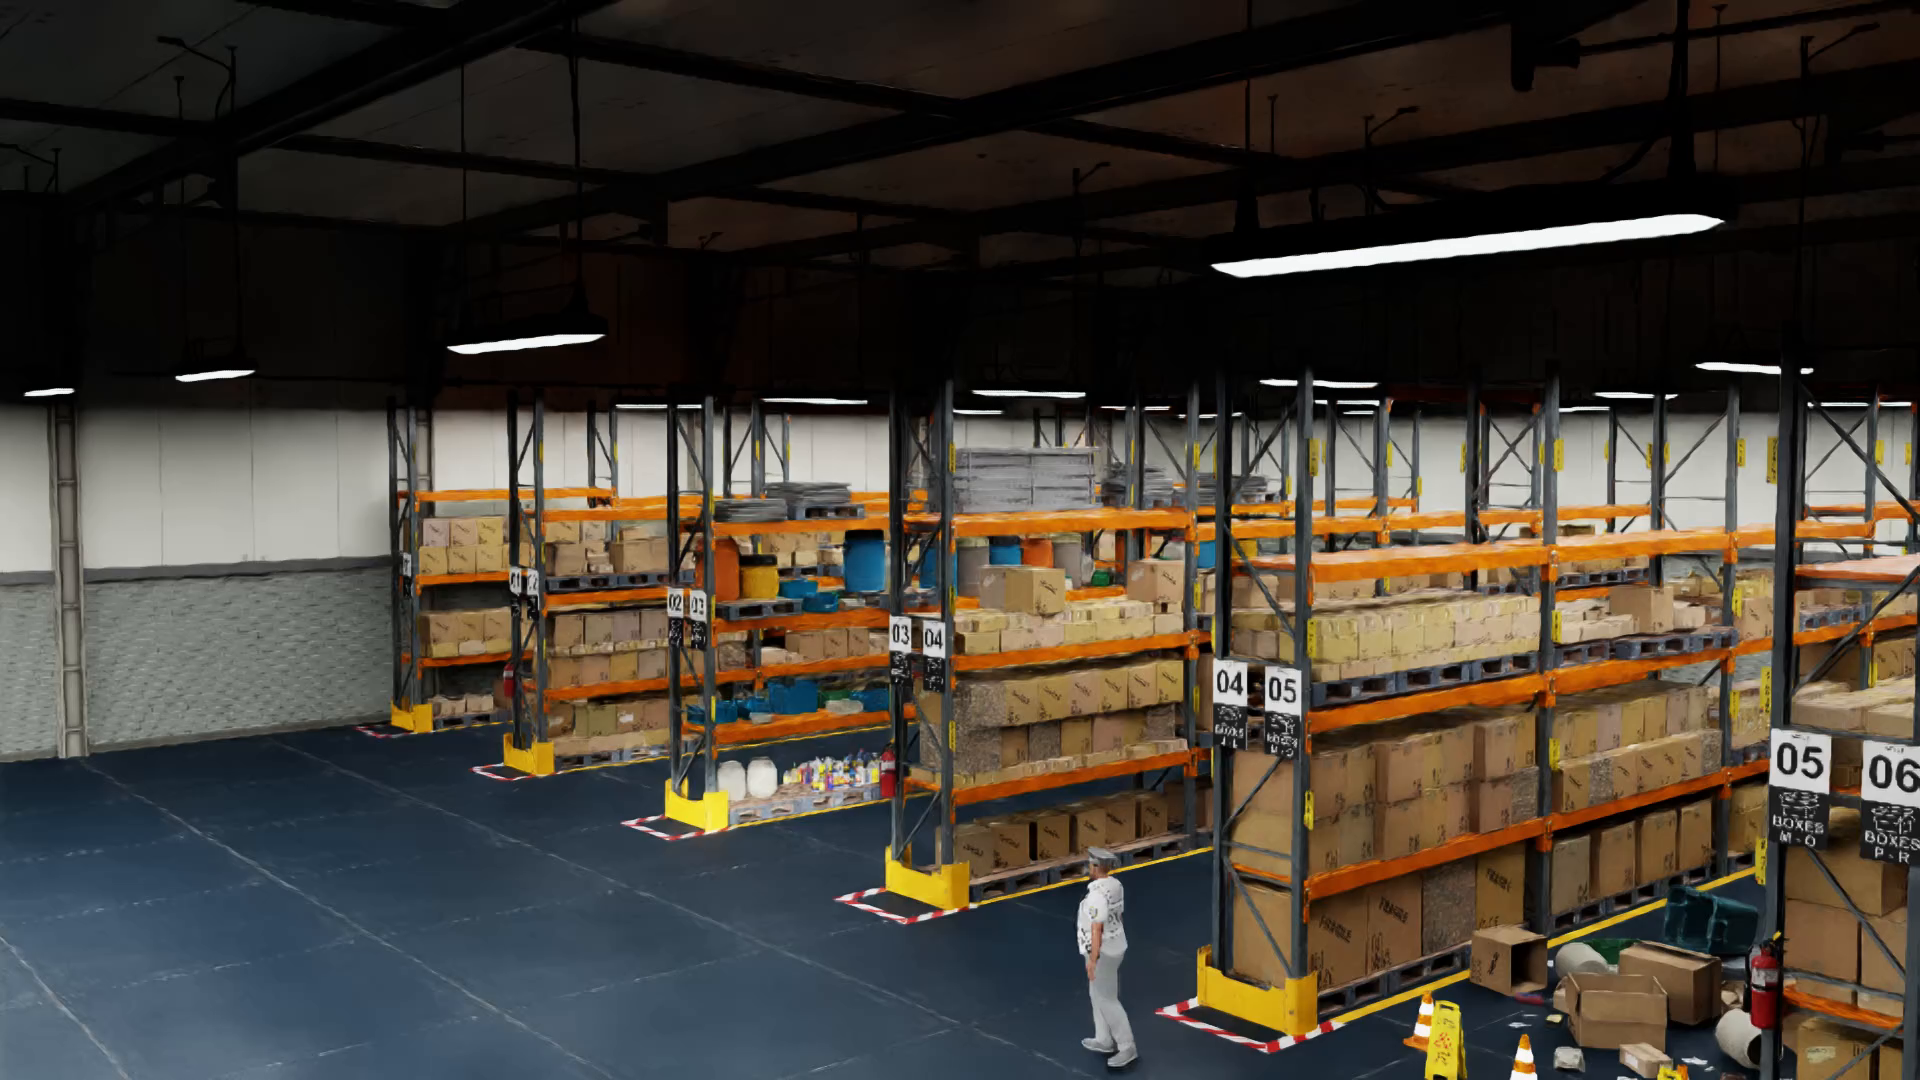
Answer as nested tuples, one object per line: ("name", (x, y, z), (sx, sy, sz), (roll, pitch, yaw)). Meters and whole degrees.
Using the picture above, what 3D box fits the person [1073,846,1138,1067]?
("person", (1.254, 3.480, 14.001), (0.556, 1.749, 0.655), (1, 4, 23))

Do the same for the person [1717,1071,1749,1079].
("person", (4.356, 3.796, 9.397), (1.018, 1.605, 0.444), (-2, 4, -31))
